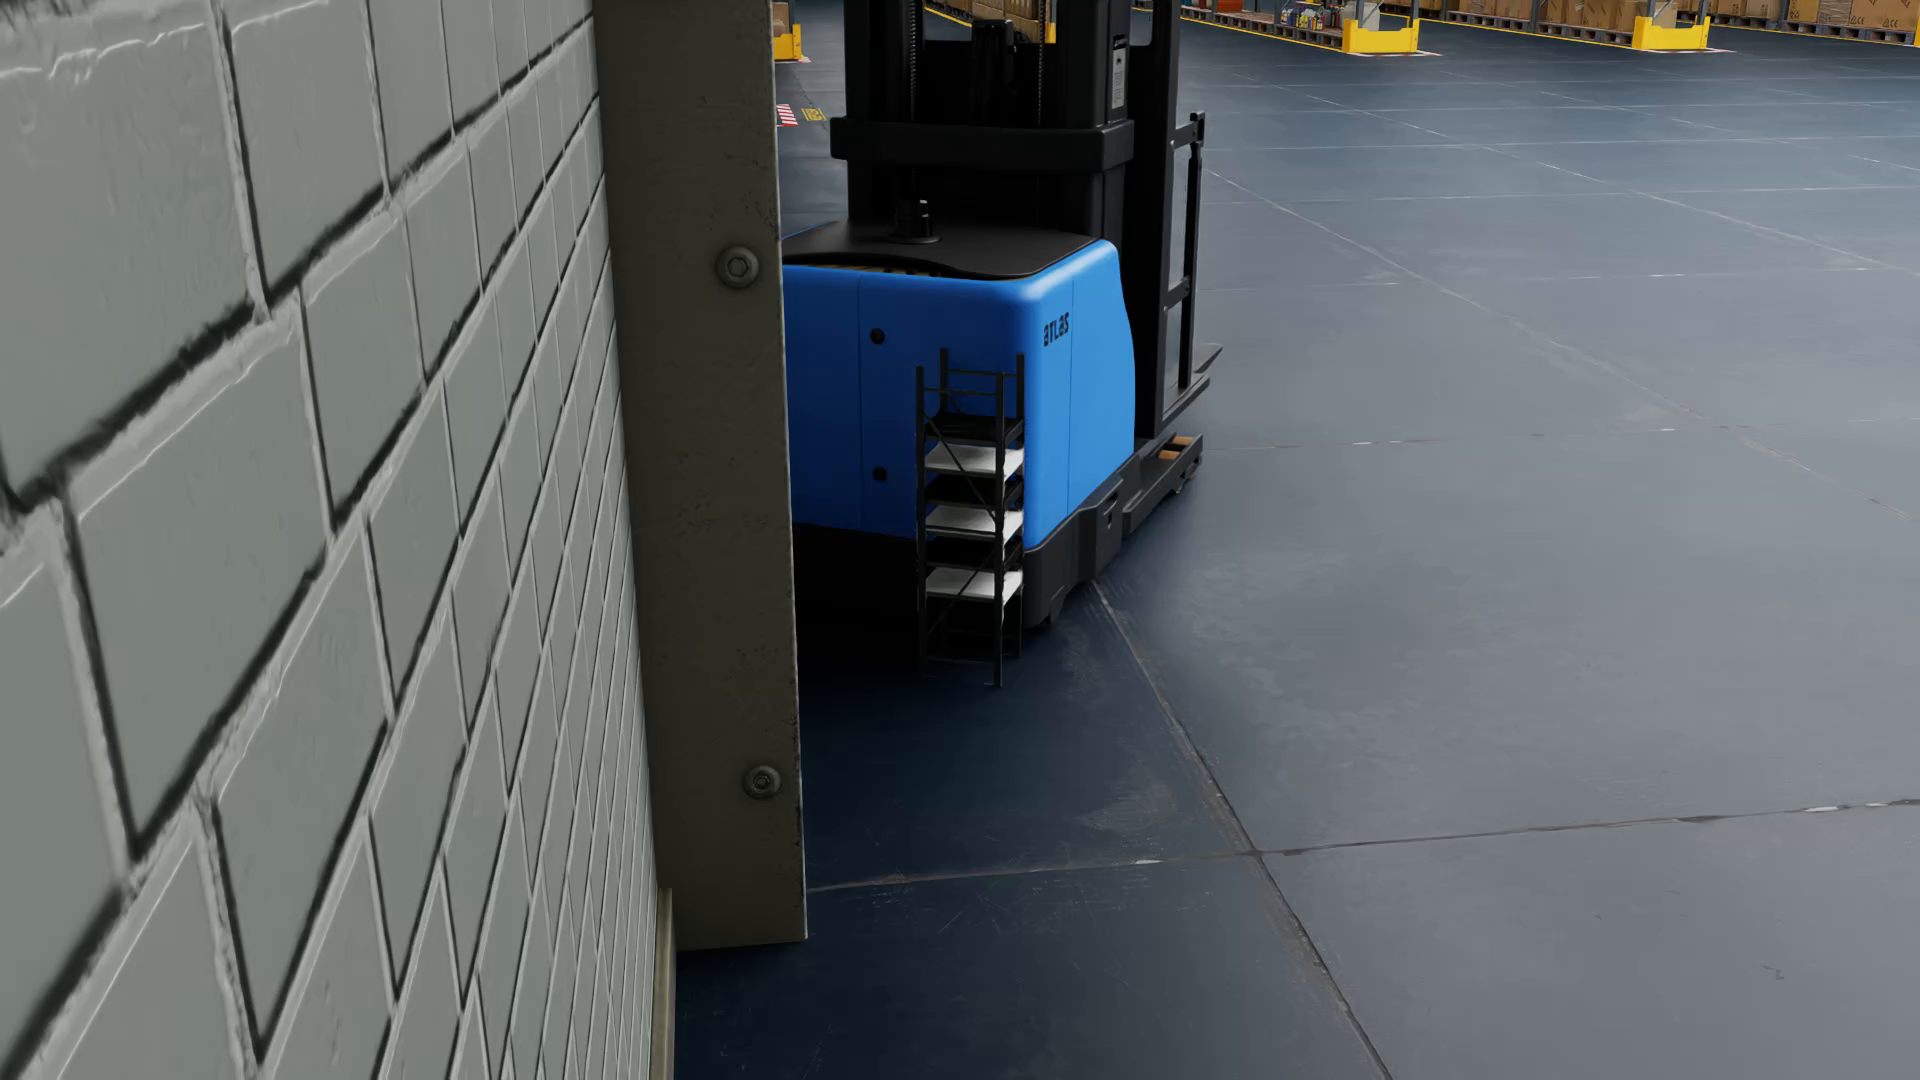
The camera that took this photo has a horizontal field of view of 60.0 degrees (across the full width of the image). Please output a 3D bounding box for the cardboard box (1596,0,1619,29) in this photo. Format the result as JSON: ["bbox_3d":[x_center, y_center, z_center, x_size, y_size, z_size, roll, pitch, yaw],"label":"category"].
[{"bbox_3d":[11.437,-9.156,28.915,0.500,0.500,0.500,-1,21,-3],"label":"cardboard box"}]

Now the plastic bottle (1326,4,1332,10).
[{"bbox_3d":[6.602,-9.382,29.705,0.144,0.351,0.185,-3,21,-9],"label":"plastic bottle"}]

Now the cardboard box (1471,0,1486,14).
[{"bbox_3d":[10.757,-10.873,33.483,0.700,0.500,0.500,-5,21,-12],"label":"cardboard box"}]

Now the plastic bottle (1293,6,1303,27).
[{"bbox_3d":[5.957,-9.225,29.284,0.144,0.351,0.185,-4,21,-10],"label":"plastic bottle"}]

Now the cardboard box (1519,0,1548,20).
[{"bbox_3d":[11.058,-10.124,31.478,0.700,0.500,0.500,-5,21,-12],"label":"cardboard box"}]

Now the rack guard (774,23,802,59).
[{"bbox_3d":[-3.014,-7.596,25.339,1.175,0.500,0.348,-3,21,-8],"label":"rack guard"}]

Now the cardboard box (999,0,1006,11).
[{"bbox_3d":[0.980,-9.674,29.858,0.500,0.311,0.500,-3,21,-8],"label":"cardboard box"}]

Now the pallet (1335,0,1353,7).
[{"bbox_3d":[9.760,-13.029,40.299,1.003,0.211,1.213,-3,21,-8],"label":"pallet"}]

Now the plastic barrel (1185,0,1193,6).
[{"bbox_3d":[5.234,-12.174,36.424,0.600,0.901,0.708,-3,21,-8],"label":"plastic barrel"}]

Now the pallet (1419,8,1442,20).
[{"bbox_3d":[10.509,-11.230,35.483,1.003,0.211,1.213,-3,21,-8],"label":"pallet"}]

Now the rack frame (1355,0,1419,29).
[{"bbox_3d":[6.800,-9.240,26.169,1.000,3.000,0.127,-3,21,-8],"label":"rack frame"}]

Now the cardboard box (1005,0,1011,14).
[{"bbox_3d":[1.079,-9.460,29.016,0.500,0.500,0.500,-3,21,-8],"label":"cardboard box"}]

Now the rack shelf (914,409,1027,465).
[{"bbox_3d":[0.030,-0.280,4.503,0.258,0.077,0.200,6,21,16],"label":"rack shelf"}]

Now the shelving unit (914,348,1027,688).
[{"bbox_3d":[0.030,-0.058,4.586,0.258,0.900,0.210,6,21,16],"label":"shelving unit"}]

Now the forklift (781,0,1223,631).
[{"bbox_3d":[0.284,-1.590,5.784,1.130,2.935,3.031,8,22,21],"label":"forklift"}]

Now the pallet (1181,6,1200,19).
[{"bbox_3d":[5.320,-11.396,35.927,1.003,0.211,1.213,-3,21,-8],"label":"pallet"}]

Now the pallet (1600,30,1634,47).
[{"bbox_3d":[11.609,-8.493,28.154,1.003,0.211,1.213,-3,21,-8],"label":"pallet"}]

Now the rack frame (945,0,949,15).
[{"bbox_3d":[0.168,-13.146,36.628,1.000,3.000,0.127,-3,21,-8],"label":"rack frame"}]

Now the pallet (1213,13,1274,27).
[{"bbox_3d":[5.720,-10.434,33.350,1.003,0.211,1.213,-3,21,-8],"label":"pallet"}]

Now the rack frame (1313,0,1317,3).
[{"bbox_3d":[9.395,-15.030,41.670,1.000,3.000,0.127,-3,21,-8],"label":"rack frame"}]

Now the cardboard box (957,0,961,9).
[{"bbox_3d":[0.222,-11.469,35.081,0.500,0.500,0.500,-4,21,-10],"label":"cardboard box"}]

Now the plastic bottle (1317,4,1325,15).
[{"bbox_3d":[6.459,-9.375,29.686,0.144,0.351,0.185,-3,21,-8],"label":"plastic bottle"}]

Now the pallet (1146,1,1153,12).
[{"bbox_3d":[4.926,-12.341,38.457,1.003,0.211,1.213,-3,21,-8],"label":"pallet"}]

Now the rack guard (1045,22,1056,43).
[{"bbox_3d":[1.902,-7.812,25.919,1.175,0.500,0.348,-3,21,-8],"label":"rack guard"}]

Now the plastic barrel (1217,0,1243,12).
[{"bbox_3d":[5.560,-11.359,34.342,0.600,0.830,0.708,-3,21,-8],"label":"plastic barrel"}]

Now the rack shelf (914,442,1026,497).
[{"bbox_3d":[0.030,-0.196,4.535,0.258,0.077,0.200,6,21,16],"label":"rack shelf"}]

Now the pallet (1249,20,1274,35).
[{"bbox_3d":[6.072,-9.589,31.088,1.003,0.211,1.213,-3,21,-8],"label":"pallet"}]

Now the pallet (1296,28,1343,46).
[{"bbox_3d":[6.458,-8.661,28.603,1.003,0.211,1.213,-3,21,-8],"label":"pallet"}]

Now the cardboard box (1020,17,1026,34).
[{"bbox_3d":[1.300,-8.590,27.757,0.500,0.250,0.500,-3,21,-8],"label":"cardboard box"}]

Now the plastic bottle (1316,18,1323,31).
[{"bbox_3d":[6.102,-8.749,28.225,0.097,0.201,0.097,0,20,0],"label":"plastic bottle"}]

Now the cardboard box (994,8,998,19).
[{"bbox_3d":[0.904,-9.589,30.434,0.500,0.250,0.500,-3,21,-9],"label":"cardboard box"}]

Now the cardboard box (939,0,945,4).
[{"bbox_3d":[-0.194,-12.365,37.478,0.500,0.500,0.500,-3,21,-8],"label":"cardboard box"}]

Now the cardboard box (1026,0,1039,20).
[{"bbox_3d":[1.368,-8.768,27.162,0.500,0.500,0.500,-3,21,-8],"label":"cardboard box"}]

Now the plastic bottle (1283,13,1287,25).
[{"bbox_3d":[5.851,-9.353,29.841,0.097,0.201,0.097,0,20,0],"label":"plastic bottle"}]

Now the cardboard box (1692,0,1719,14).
[{"bbox_3d":[15.599,-11.100,33.763,1.050,0.750,0.750,-3,21,-7],"label":"cardboard box"}]

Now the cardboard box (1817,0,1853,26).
[{"bbox_3d":[16.203,-9.758,29.993,0.875,0.875,0.875,-3,21,-7],"label":"cardboard box"}]

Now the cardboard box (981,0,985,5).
[{"bbox_3d":[0.685,-10.379,31.745,0.500,0.311,0.500,-3,21,-9],"label":"cardboard box"}]

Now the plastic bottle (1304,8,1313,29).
[{"bbox_3d":[6.045,-9.013,28.718,0.144,0.351,0.185,-2,21,-6],"label":"plastic bottle"}]

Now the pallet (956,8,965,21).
[{"bbox_3d":[0.502,-11.137,35.233,1.003,0.211,1.213,-3,21,-8],"label":"pallet"}]

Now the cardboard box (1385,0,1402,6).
[{"bbox_3d":[10.214,-12.316,36.841,1.225,0.875,0.875,-4,21,-10],"label":"cardboard box"}]

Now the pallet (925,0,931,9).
[{"bbox_3d":[-0.281,-12.923,40.014,1.003,0.211,1.213,-3,21,-8],"label":"pallet"}]

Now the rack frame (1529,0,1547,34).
[{"bbox_3d":[11.125,-10.875,30.546,1.000,3.000,0.127,-3,21,-8],"label":"rack frame"}]

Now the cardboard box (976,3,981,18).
[{"bbox_3d":[0.603,-10.300,32.336,0.500,0.250,0.500,-3,21,-9],"label":"cardboard box"}]

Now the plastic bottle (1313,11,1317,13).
[{"bbox_3d":[6.161,-9.059,28.947,0.152,0.276,0.135,-3,21,-8],"label":"plastic bottle"}]
